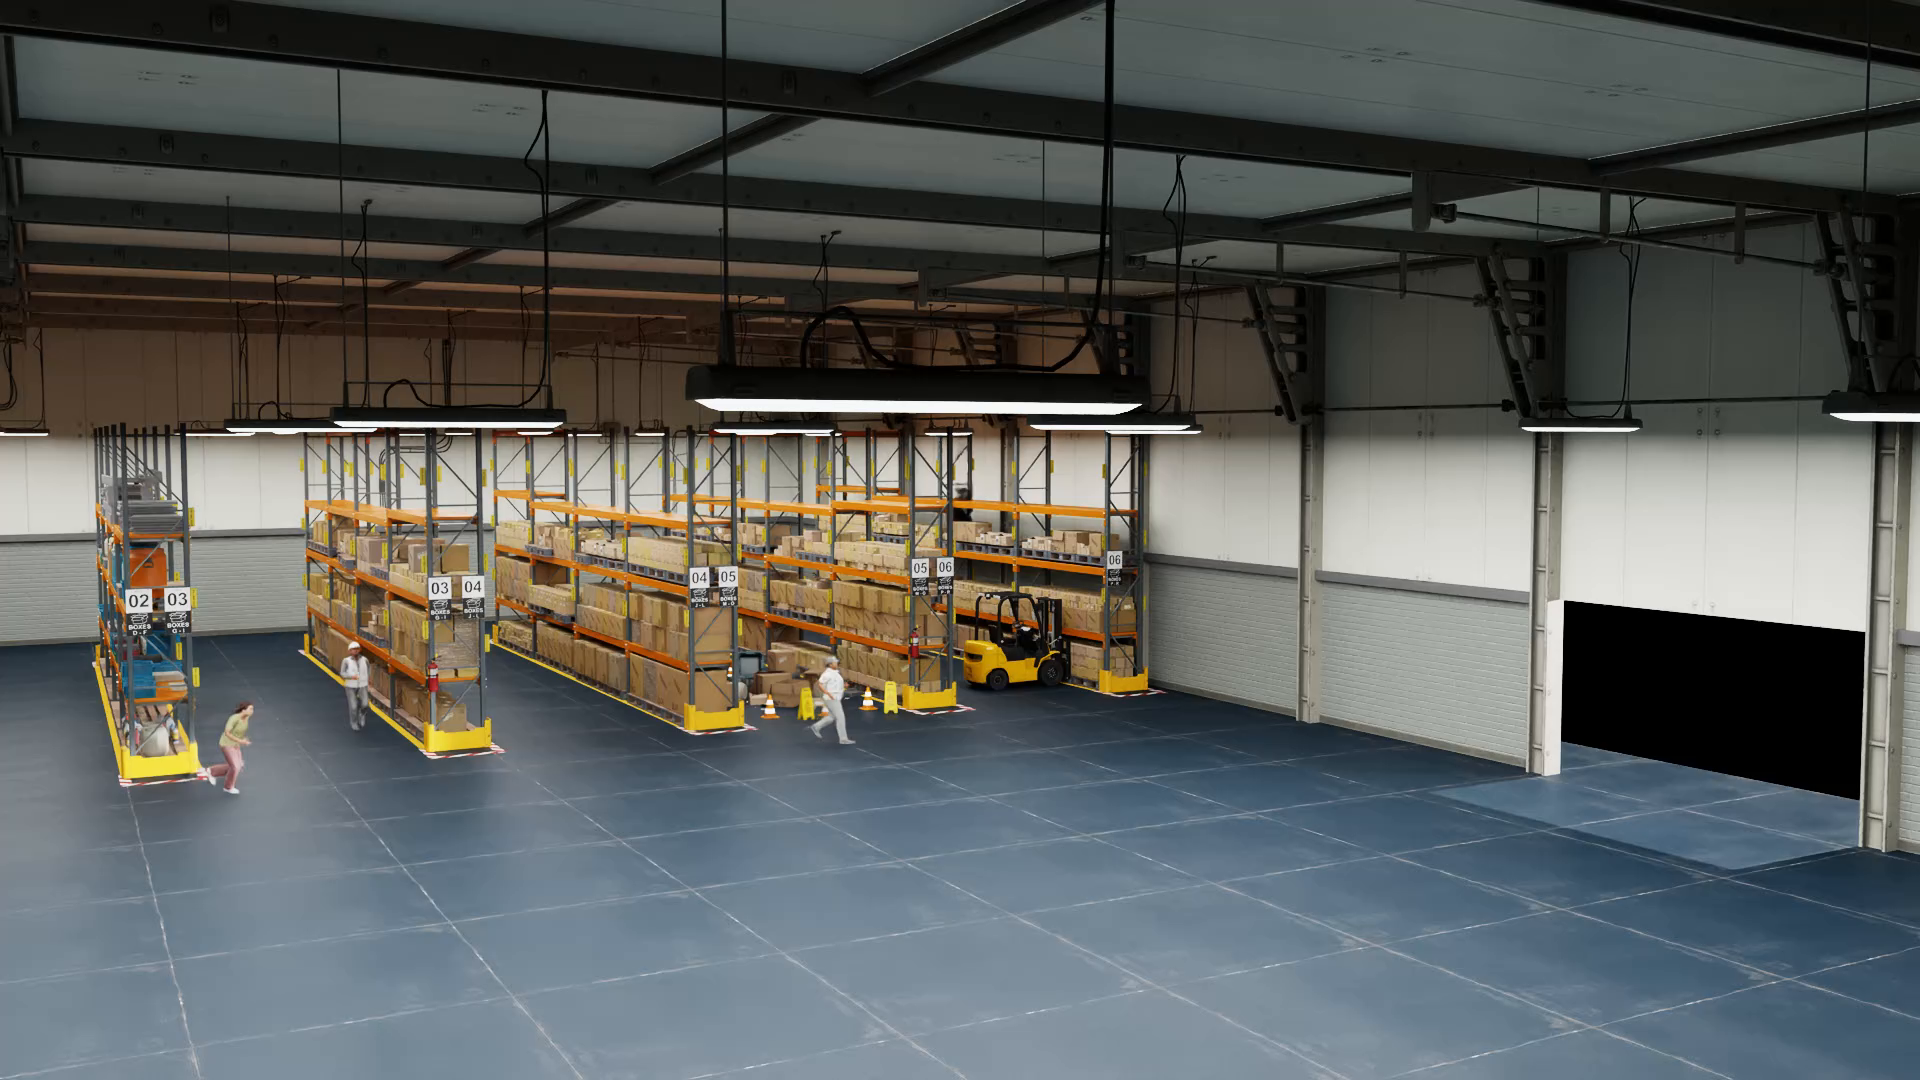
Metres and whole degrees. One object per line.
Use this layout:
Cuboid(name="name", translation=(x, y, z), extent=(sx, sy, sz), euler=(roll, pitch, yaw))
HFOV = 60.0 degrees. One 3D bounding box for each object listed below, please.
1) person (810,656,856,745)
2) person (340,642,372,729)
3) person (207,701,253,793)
Cuboid(name="person", translation=(-2.400, 2.996, 31.214), extent=(0.913, 1.641, 0.615), euler=(1, 4, 10))
Cuboid(name="person", translation=(-11.838, 2.868, 32.683), extent=(0.643, 1.732, 0.603), euler=(-2, 4, -33))
Cuboid(name="person", translation=(-11.814, 3.347, 26.956), extent=(0.823, 1.519, 0.587), euler=(1, 3, 9))
